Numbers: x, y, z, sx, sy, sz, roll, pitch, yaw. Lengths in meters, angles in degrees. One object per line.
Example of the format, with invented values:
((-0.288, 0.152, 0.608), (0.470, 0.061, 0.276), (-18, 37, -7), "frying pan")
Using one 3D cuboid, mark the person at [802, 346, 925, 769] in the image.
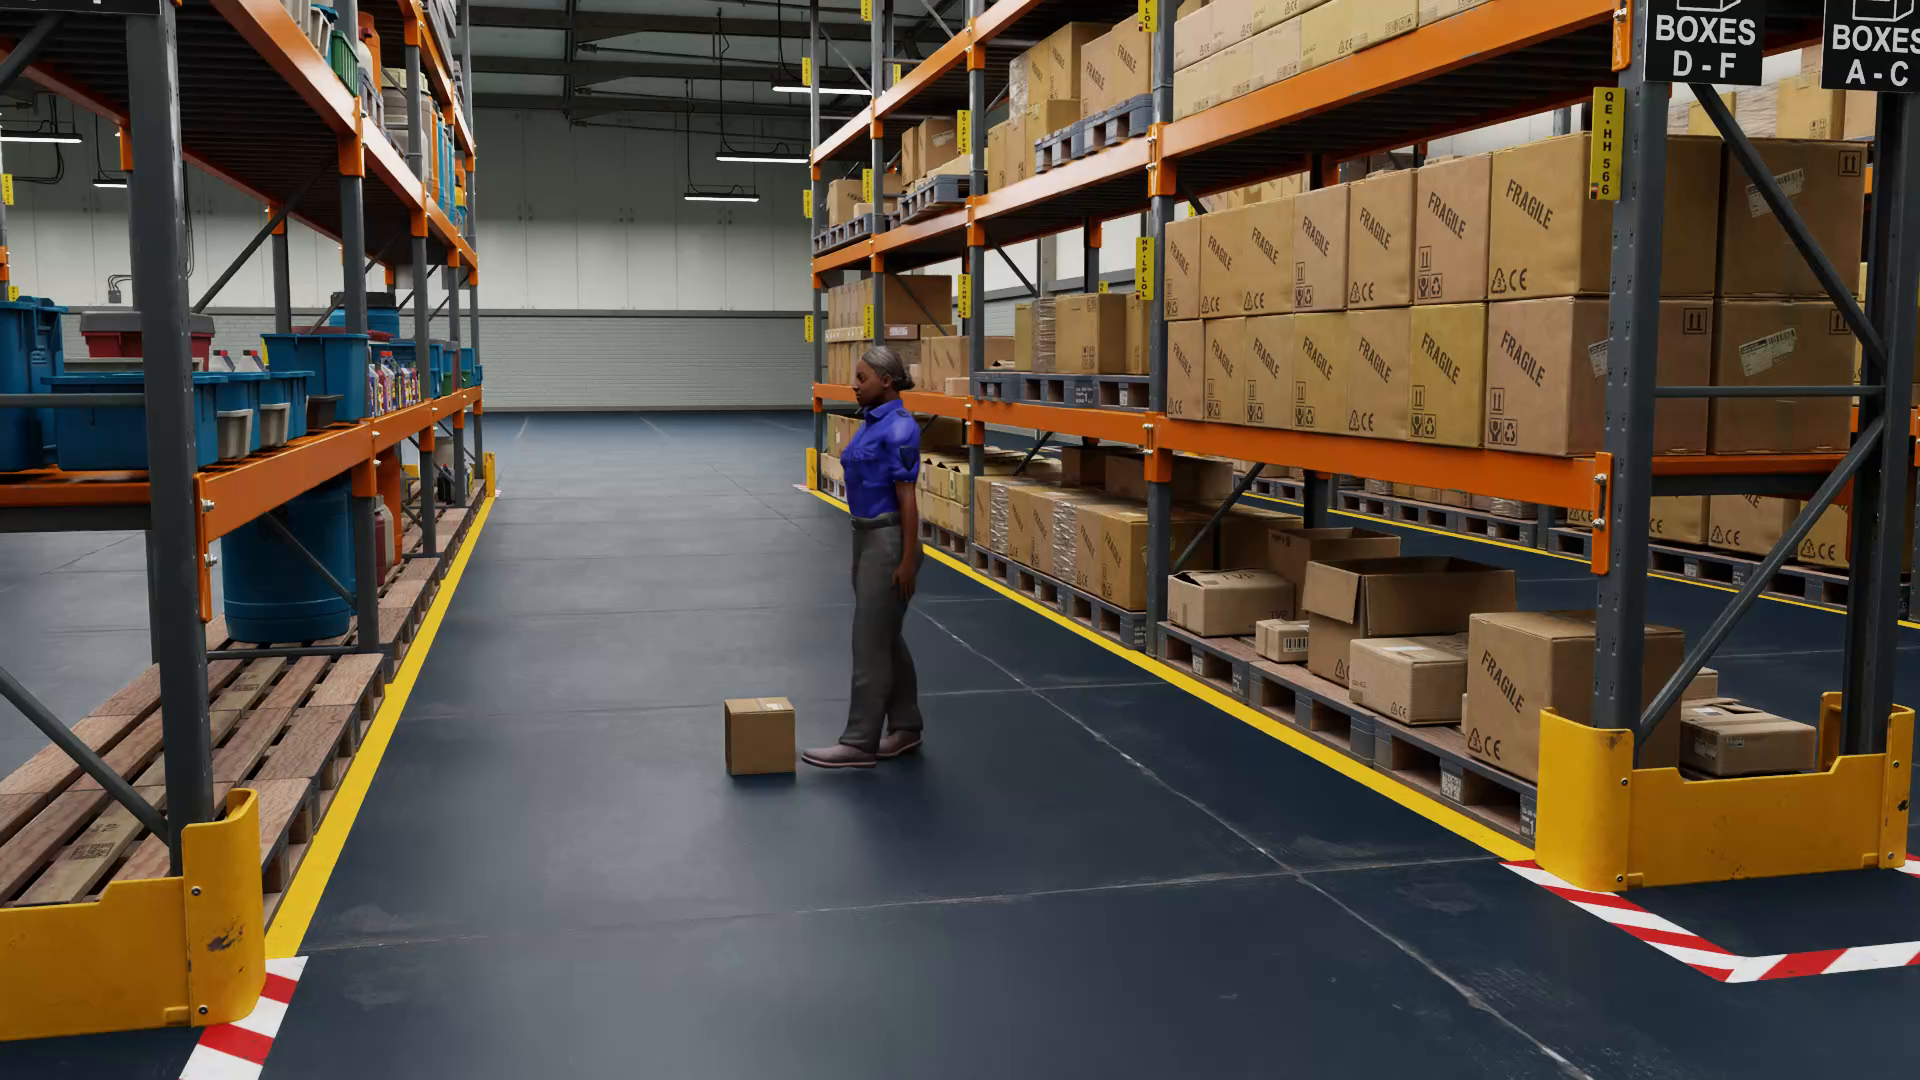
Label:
((-0.379, 0.065, 6.586), (0.576, 1.661, 0.463), (-2, 7, -21), "person")
